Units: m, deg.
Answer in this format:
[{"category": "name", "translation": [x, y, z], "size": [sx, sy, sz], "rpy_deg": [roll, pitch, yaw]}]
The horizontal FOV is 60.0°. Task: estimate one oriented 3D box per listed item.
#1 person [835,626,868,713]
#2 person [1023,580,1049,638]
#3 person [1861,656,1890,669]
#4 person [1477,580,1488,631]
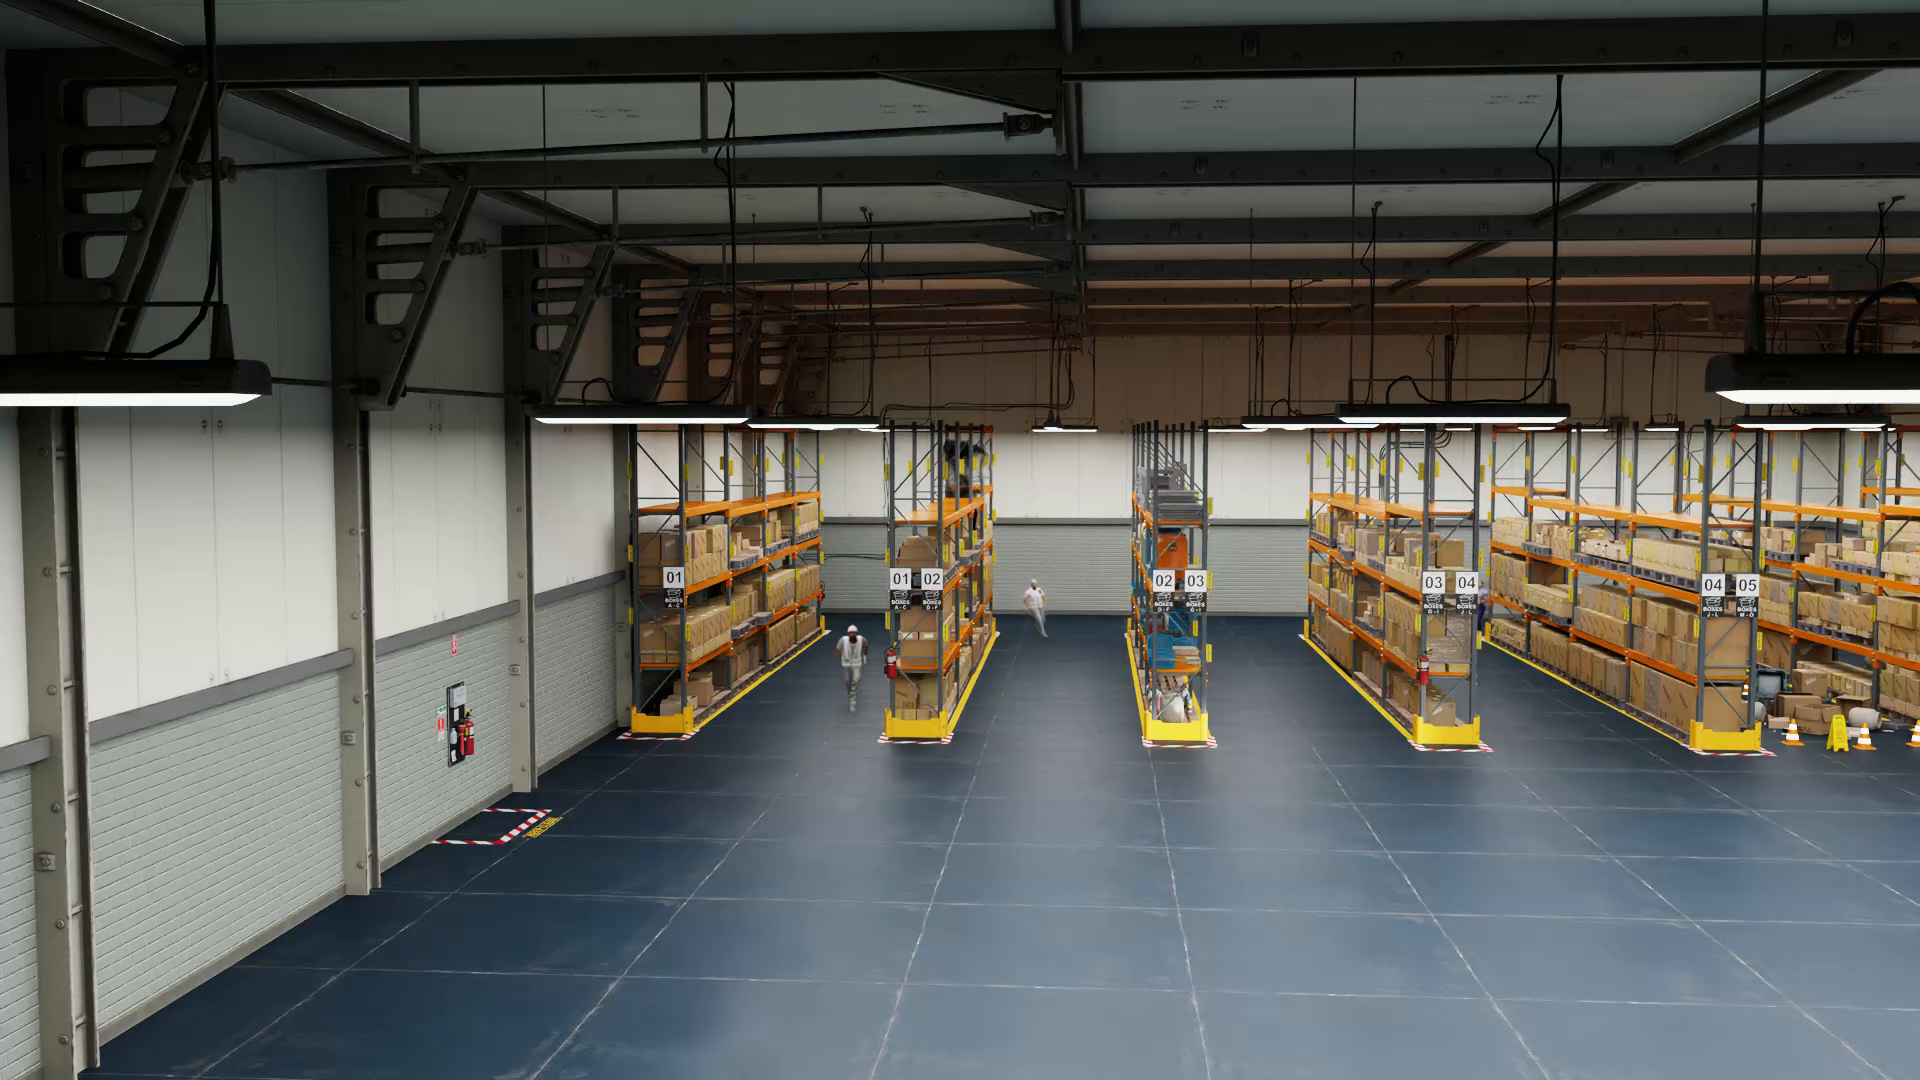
[{"category": "person", "translation": [-2.259, 2.648, 34.766], "size": [0.681, 1.775, 1.125], "rpy_deg": [0, 4, -1]}, {"category": "person", "translation": [2.156, 1.932, 47.177], "size": [0.673, 1.620, 0.802], "rpy_deg": [-1, 4, -20]}, {"category": "person", "translation": [22.321, 2.314, 40.499], "size": [0.600, 1.782, 0.853], "rpy_deg": [0, 4, -3]}, {"category": "person", "translation": [14.735, 1.939, 47.292], "size": [0.511, 1.607, 0.563], "rpy_deg": [-3, 5, -39]}]
